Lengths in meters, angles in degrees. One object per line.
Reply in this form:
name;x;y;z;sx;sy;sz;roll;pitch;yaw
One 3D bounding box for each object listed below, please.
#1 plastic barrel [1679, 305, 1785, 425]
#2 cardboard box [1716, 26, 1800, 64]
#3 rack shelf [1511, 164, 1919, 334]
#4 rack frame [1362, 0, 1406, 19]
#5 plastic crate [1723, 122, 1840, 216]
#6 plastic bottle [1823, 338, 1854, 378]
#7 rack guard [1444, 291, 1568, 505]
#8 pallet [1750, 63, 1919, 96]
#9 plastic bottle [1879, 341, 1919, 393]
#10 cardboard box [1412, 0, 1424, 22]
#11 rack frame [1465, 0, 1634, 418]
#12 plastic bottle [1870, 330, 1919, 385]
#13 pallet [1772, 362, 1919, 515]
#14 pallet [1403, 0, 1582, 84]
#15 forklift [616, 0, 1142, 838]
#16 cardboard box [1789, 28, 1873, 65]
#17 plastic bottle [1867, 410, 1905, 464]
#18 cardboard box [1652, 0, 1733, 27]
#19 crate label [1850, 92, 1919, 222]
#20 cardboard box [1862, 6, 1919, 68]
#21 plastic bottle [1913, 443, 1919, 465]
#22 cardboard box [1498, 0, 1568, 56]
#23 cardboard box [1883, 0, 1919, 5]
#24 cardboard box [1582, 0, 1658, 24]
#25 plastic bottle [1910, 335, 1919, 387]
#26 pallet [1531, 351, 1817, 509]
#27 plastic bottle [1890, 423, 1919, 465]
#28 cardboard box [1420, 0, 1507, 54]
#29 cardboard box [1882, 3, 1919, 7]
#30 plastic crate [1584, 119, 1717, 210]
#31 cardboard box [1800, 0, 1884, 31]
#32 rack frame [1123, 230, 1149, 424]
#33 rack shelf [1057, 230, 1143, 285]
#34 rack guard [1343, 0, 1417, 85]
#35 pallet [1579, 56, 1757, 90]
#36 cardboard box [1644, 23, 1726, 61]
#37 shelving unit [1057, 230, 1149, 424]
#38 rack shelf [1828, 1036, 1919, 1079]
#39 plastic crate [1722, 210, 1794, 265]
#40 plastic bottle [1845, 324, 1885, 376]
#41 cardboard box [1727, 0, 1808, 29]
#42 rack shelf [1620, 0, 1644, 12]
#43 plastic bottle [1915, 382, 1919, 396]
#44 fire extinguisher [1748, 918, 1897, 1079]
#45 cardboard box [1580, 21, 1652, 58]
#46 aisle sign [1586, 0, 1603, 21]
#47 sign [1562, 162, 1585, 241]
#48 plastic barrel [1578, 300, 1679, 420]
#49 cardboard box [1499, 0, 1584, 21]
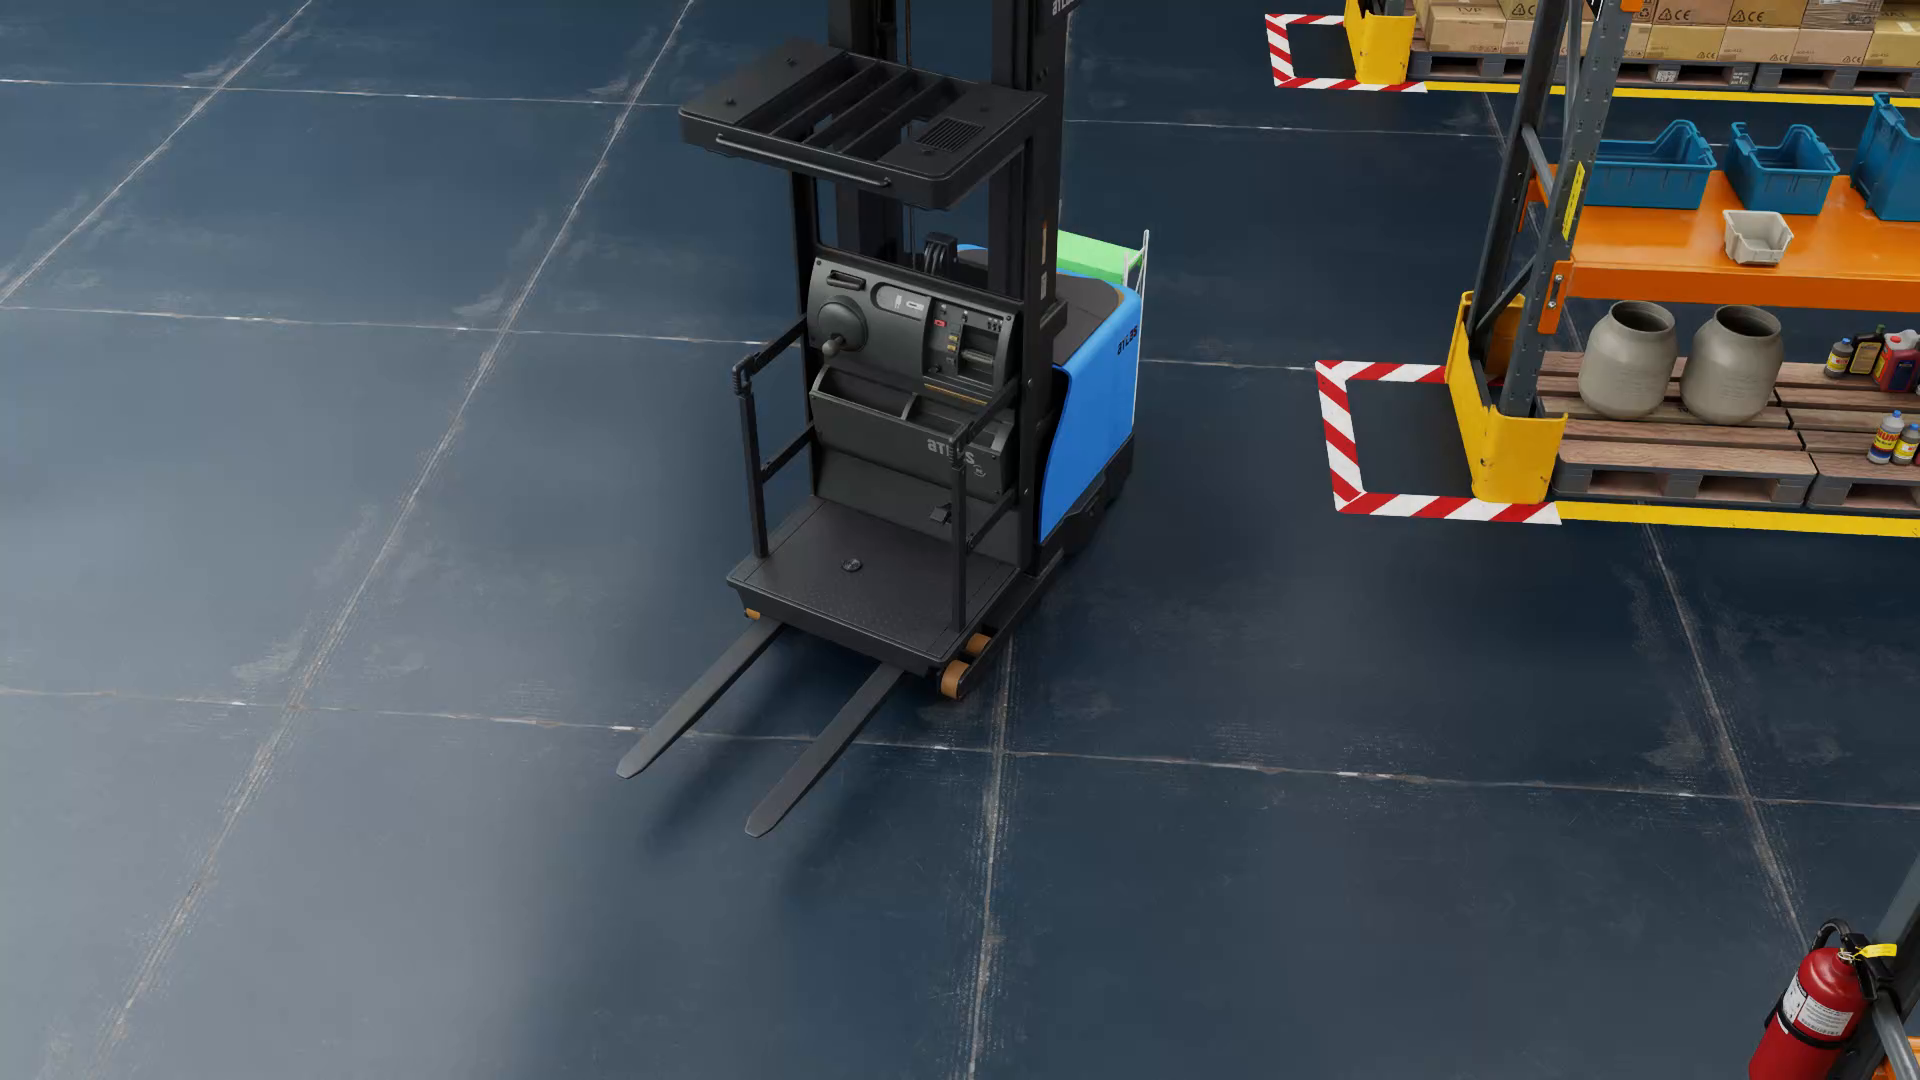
plastic barrel;3.831;-0.867;8.248;0.421;0.512;0.421;0;39;0
cardboard box;5.608;-3.617;11.833;0.500;0.250;0.500;3;39;4
rack shelf;4.662;-1.296;7.707;4.000;0.370;1.077;3;39;4
rack frame;3.100;-4.799;11.440;0.127;3.000;1.000;3;39;4
plastic crate;3.840;-1.748;7.810;0.408;0.251;0.499;3;39;4
plastic bottle;4.537;-0.945;8.574;0.097;0.201;0.097;0;39;0
rack guard;2.749;-0.740;8.434;0.348;0.500;1.175;3;39;4
pallet;6.297;-3.570;12.139;1.213;0.211;1.003;3;39;4
plastic bottle;4.777;-0.879;8.427;0.133;0.283;0.061;3;39;4
cardboard box;3.660;-4.052;12.368;0.500;0.250;0.500;3;39;4
rack frame;2.669;-1.684;7.613;0.127;3.000;1.000;3;39;4
plastic bottle;4.786;-0.943;8.512;0.135;0.276;0.152;3;39;4
pallet;4.770;-0.512;8.383;1.213;0.211;1.003;3;39;4
pallet;3.866;-3.702;12.302;1.213;0.211;1.003;3;39;4
forklift;-0.308;-0.789;6.568;1.130;2.935;3.031;19;43;22
cardboard box;6.107;-3.599;11.811;0.500;0.250;0.500;3;39;4
plastic bottle;4.449;-0.502;7.974;0.097;0.271;0.097;0;39;0
cardboard box;5.110;-3.934;11.629;0.500;0.500;0.500;3;39;4
crate label;4.526;-1.768;7.688;0.616;0.435;0.502;3;39;4
cardboard box;6.605;-3.566;11.770;0.500;0.250;0.500;3;39;4
plastic bottle;4.673;-0.483;7.941;0.133;0.283;0.061;4;39;5
cardboard box;4.114;-3.702;11.937;0.500;0.250;0.500;3;39;4
cardboard box;6.650;-4.191;11.944;0.500;0.500;0.500;3;39;4
cardboard box;4.613;-3.972;11.676;0.500;0.500;0.500;3;39;4
plastic bottle;4.924;-0.936;8.503;0.135;0.276;0.152;2;39;3
pallet;3.558;-0.580;8.466;1.213;0.211;1.003;3;39;4
plastic bottle;4.552;-0.469;7.989;0.097;0.201;0.097;0;39;0
cardboard box;3.615;-3.726;11.968;0.500;0.250;0.500;3;39;4
cardboard box;6.650;-3.894;12.173;0.500;0.250;0.500;3;39;4
plastic crate;3.194;-1.787;7.858;0.616;0.251;0.499;3;39;4
cardboard box;6.107;-3.891;11.576;0.500;0.500;0.500;3;39;4
rack frame;0.822;-0.922;8.103;0.015;1.200;0.240;19;43;22
rack shelf;0.609;-1.320;7.933;0.480;0.148;0.258;19;43;22
rack guard;3.076;-3.831;12.231;0.348;0.500;1.175;3;39;4
pallet;5.078;-3.634;12.218;1.213;0.211;1.003;3;39;4
cardboard box;5.110;-3.644;11.866;0.500;0.250;0.500;3;39;4
shelving unit;0.609;-0.997;8.195;0.503;1.200;0.258;19;43;22
rack shelf;4.234;1.819;3.880;4.000;0.370;1.077;3;39;4
plastic crate;3.533;-1.331;7.388;0.250;0.136;0.298;3;39;4
plastic bottle;4.655;-0.982;8.554;0.133;0.283;0.061;4;39;5
cardboard box;5.609;-3.916;11.607;0.500;0.500;0.500;3;39;4
rack shelf;4.662;-2.459;6.760;4.000;0.370;1.077;3;39;4
plastic bottle;4.932;-0.827;8.429;0.097;0.201;0.097;0;39;0
fire extinguisher;2.168;1.165;4.174;0.183;0.674;0.296;3;39;4
cardboard box;4.612;-3.674;11.904;0.500;0.250;0.500;3;39;4
aisle sign;2.572;-2.512;6.571;0.004;0.787;0.394;3;39;4
sign;2.617;-1.446;7.101;0.005;0.325;0.100;3;39;4
plastic barrel;3.332;-0.894;8.281;0.421;0.512;0.421;0;39;0
cardboard box;4.114;-3.991;11.699;0.500;0.500;0.500;3;39;4
